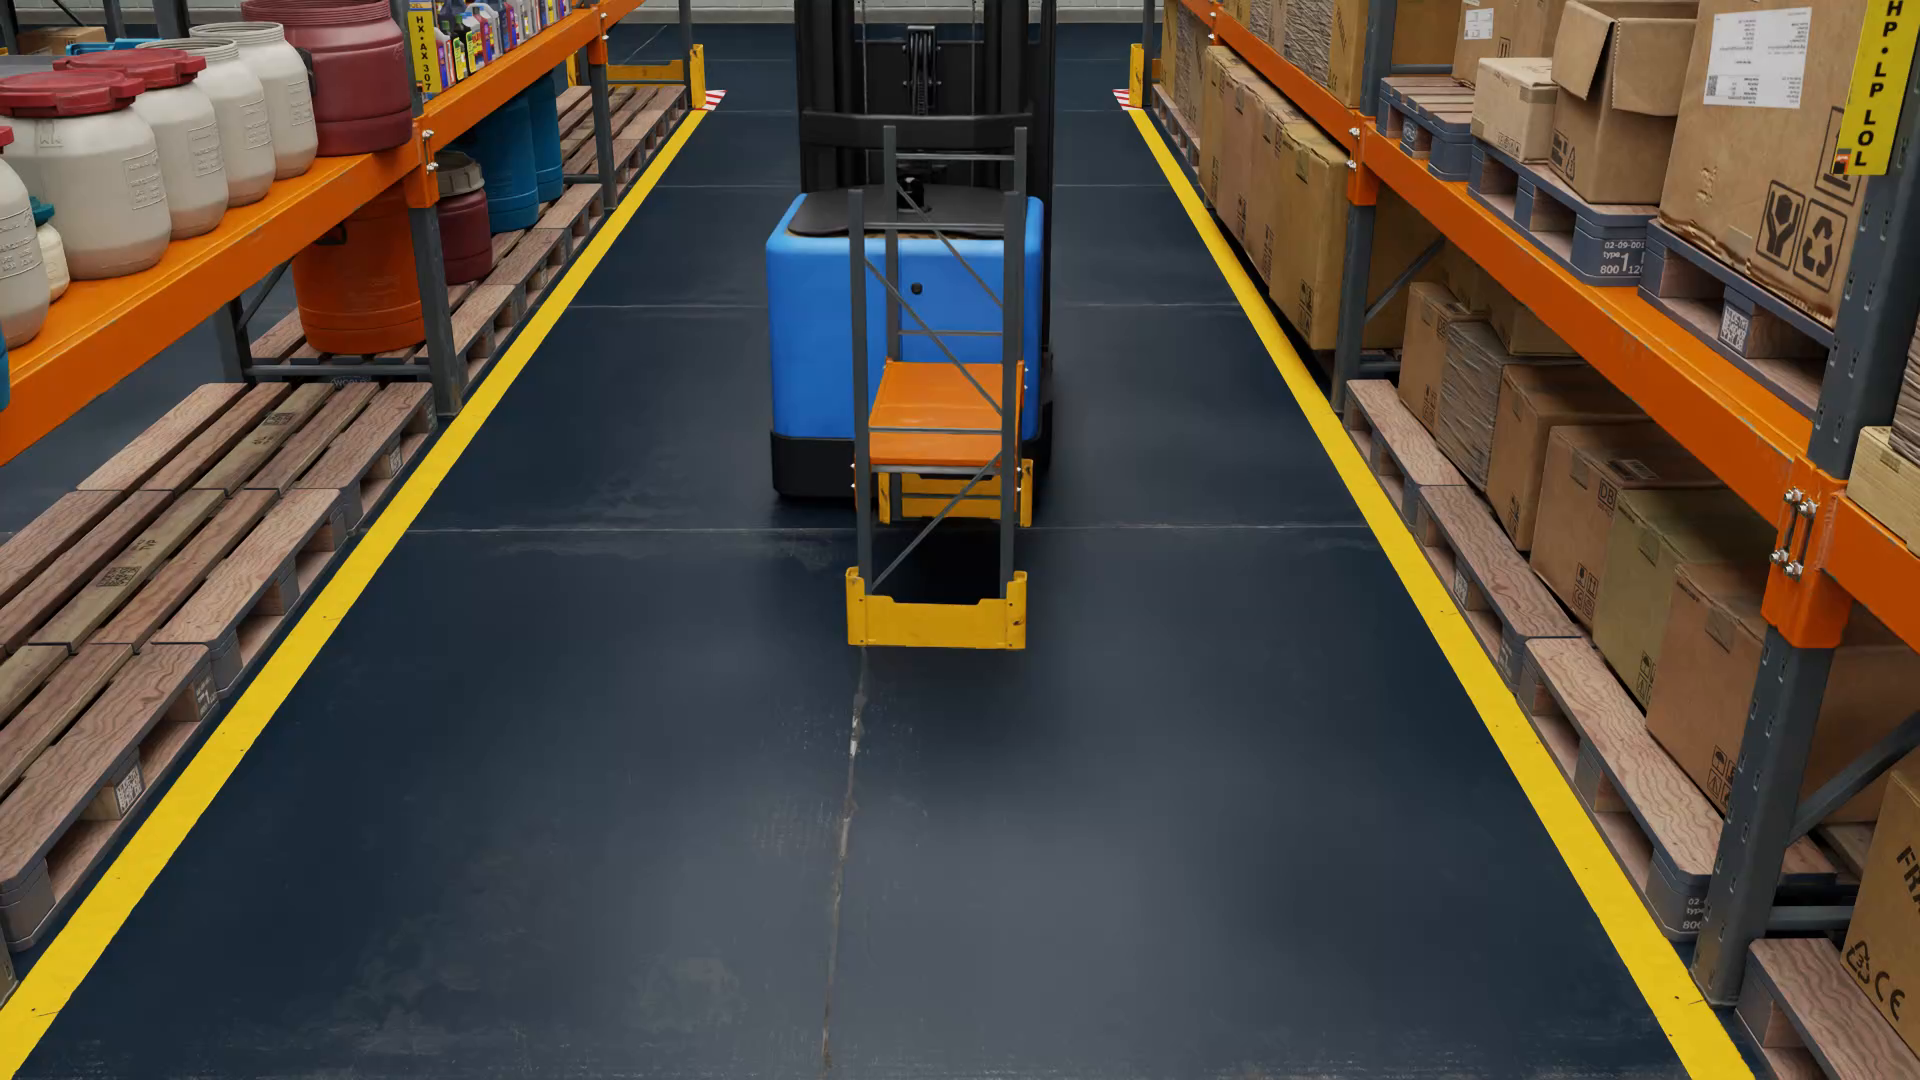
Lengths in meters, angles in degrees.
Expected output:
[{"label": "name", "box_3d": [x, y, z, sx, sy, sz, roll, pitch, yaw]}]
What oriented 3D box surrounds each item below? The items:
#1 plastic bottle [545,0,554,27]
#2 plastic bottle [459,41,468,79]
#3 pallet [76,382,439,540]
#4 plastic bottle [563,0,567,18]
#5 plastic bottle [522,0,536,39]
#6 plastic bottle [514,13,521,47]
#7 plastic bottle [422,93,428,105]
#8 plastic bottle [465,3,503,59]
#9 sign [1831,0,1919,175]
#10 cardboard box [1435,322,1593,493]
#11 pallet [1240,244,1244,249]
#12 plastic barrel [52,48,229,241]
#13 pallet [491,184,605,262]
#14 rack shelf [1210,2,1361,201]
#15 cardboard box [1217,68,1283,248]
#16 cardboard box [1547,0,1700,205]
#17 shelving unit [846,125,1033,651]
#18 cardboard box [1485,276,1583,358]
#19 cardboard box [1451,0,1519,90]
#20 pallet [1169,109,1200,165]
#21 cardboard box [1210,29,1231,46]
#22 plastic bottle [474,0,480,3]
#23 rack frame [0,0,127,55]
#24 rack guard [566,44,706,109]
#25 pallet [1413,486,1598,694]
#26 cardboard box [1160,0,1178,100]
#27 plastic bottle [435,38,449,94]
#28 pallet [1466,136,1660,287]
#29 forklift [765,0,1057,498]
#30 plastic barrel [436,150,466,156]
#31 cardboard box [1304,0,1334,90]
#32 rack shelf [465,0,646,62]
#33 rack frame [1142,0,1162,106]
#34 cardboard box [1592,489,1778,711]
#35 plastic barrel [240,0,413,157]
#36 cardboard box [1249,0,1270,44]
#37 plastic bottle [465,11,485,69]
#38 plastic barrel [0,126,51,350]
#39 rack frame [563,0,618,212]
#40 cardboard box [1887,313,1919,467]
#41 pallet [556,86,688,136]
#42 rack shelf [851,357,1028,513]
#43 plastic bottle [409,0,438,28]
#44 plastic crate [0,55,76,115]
[{"label": "plastic bottle", "box_3d": [-2.467, -3.183, 9.708, 0.144, 0.351, 0.185, 0, 24, -1]}, {"label": "plastic bottle", "box_3d": [-2.422, -2.317, 7.975, 0.097, 0.201, 0.097, 0, 24, 0]}, {"label": "pallet", "box_3d": [-2.791, -0.345, 6.756, 1.003, 0.211, 1.213, 0, 24, -1]}, {"label": "plastic bottle", "box_3d": [-2.448, -3.284, 10.112, 0.097, 0.201, 0.097, 0, 24, 0]}, {"label": "plastic bottle", "box_3d": [-2.466, -2.952, 9.287, 0.152, 0.276, 0.135, 0, 24, -1]}, {"label": "plastic bottle", "box_3d": [-2.435, -2.774, 8.986, 0.097, 0.201, 0.097, 0, 24, 0]}, {"label": "plastic bottle", "box_3d": [-2.442, -2.058, 7.311, 0.152, 0.276, 0.135, 0, 24, -1]}, {"label": "plastic bottle", "box_3d": [-2.457, -2.629, 8.574, 0.152, 0.276, 0.135, 0, 24, -1]}, {"label": "sign", "box_3d": [1.681, -0.832, 3.045, 0.100, 0.325, 0.005, 0, 24, -1]}, {"label": "cardboard box", "box_3d": [2.238, -0.514, 6.246, 0.700, 0.500, 0.500, -2, 24, -5]}, {"label": "pallet", "box_3d": [2.232, -2.017, 10.454, 1.003, 0.211, 1.213, 0, 24, -1]}, {"label": "plastic barrel", "box_3d": [-2.521, -1.224, 5.152, 0.433, 0.535, 0.433, 0, 24, 0]}, {"label": "pallet", "box_3d": [-2.837, -1.994, 10.403, 1.003, 0.211, 1.213, 0, 24, -1]}, {"label": "rack shelf", "box_3d": [2.170, -2.453, 8.907, 1.077, 0.370, 4.000, 0, 24, -1]}, {"label": "cardboard box", "box_3d": [2.186, -2.197, 9.536, 1.225, 0.875, 0.875, -1, 24, -2]}, {"label": "cardboard box", "box_3d": [2.124, -1.261, 4.763, 0.797, 0.503, 0.637, 2, 24, 5]}, {"label": "shelving unit", "box_3d": [-0.047, -0.549, 5.645, 0.587, 1.500, 1.083, 1, 24, 3]}, {"label": "cardboard box", "box_3d": [2.245, -0.866, 6.114, 0.500, 0.250, 0.500, 2, 24, 5]}, {"label": "cardboard box", "box_3d": [2.238, -1.972, 6.338, 0.500, 0.500, 0.500, -3, 25, -7]}, {"label": "pallet", "box_3d": [2.202, -3.152, 12.964, 1.003, 0.211, 1.213, 0, 24, -1]}, {"label": "cardboard box", "box_3d": [2.221, -3.101, 11.535, 0.875, 0.875, 0.875, 0, 24, -1]}, {"label": "plastic bottle", "box_3d": [-2.588, -2.846, 9.058, 0.097, 0.271, 0.097, 0, 24, 0]}, {"label": "rack frame", "box_3d": [-7.801, -5.210, 14.131, 1.000, 3.000, 0.127, 0, 24, -1]}, {"label": "rack guard", "box_3d": [-2.861, -4.102, 14.713, 1.175, 0.500, 0.348, 0, 24, -1]}, {"label": "pallet", "box_3d": [2.210, 0.137, 5.691, 1.003, 0.211, 1.213, 0, 24, -1]}, {"label": "cardboard box", "box_3d": [2.192, -4.213, 13.995, 0.875, 0.875, 0.875, 0, 24, -1]}, {"label": "plastic bottle", "box_3d": [-2.400, -2.197, 7.609, 0.061, 0.283, 0.133, 0, 24, -1]}, {"label": "pallet", "box_3d": [2.255, -1.054, 5.173, 1.003, 0.211, 1.213, 0, 24, -1]}, {"label": "forklift", "box_3d": [-0.127, -2.053, 7.232, 1.130, 2.935, 3.031, 1, 24, 3]}, {"label": "plastic barrel", "box_3d": [-2.891, -1.892, 9.302, 0.421, 0.512, 0.421, 0, 24, 0]}, {"label": "cardboard box", "box_3d": [1.939, -2.410, 7.818, 0.500, 0.500, 0.500, 0, 24, -1]}, {"label": "rack shelf", "box_3d": [-2.826, -4.079, 12.503, 1.077, 0.370, 4.000, 0, 24, -1]}, {"label": "rack frame", "box_3d": [2.105, -5.253, 14.226, 1.000, 3.000, 0.127, 0, 24, -1]}, {"label": "cardboard box", "box_3d": [2.264, 0.180, 4.711, 0.700, 0.500, 0.500, 0, 24, -1]}, {"label": "plastic barrel", "box_3d": [-2.453, -1.807, 6.440, 0.600, 0.536, 0.708, 0, 24, -1]}, {"label": "cardboard box", "box_3d": [1.915, -3.047, 9.225, 0.500, 0.500, 0.500, -1, 24, -2]}, {"label": "plastic bottle", "box_3d": [-2.426, -2.485, 8.260, 0.097, 0.271, 0.097, 0, 24, 0]}, {"label": "plastic barrel", "box_3d": [-2.508, -0.744, 4.089, 0.433, 0.535, 0.433, 0, 24, 0]}, {"label": "rack frame", "box_3d": [-2.804, -3.583, 10.532, 1.000, 3.000, 0.127, 0, 24, -1]}, {"label": "cardboard box", "box_3d": [2.179, -0.304, 2.800, 0.875, 0.500, 0.500, 0, 24, -1]}, {"label": "pallet", "box_3d": [-2.878, -3.621, 13.999, 1.003, 0.211, 1.213, 0, 24, -1]}, {"label": "rack shelf", "box_3d": [-0.048, -0.382, 5.710, 0.538, 0.185, 1.000, 1, 24, 3]}, {"label": "plastic bottle", "box_3d": [-3.018, -2.953, 9.290, 0.152, 0.276, 0.135, 0, 24, -1]}, {"label": "plastic crate", "box_3d": [-3.049, -1.297, 5.399, 0.402, 0.464, 0.583, 0, 24, -1]}]
